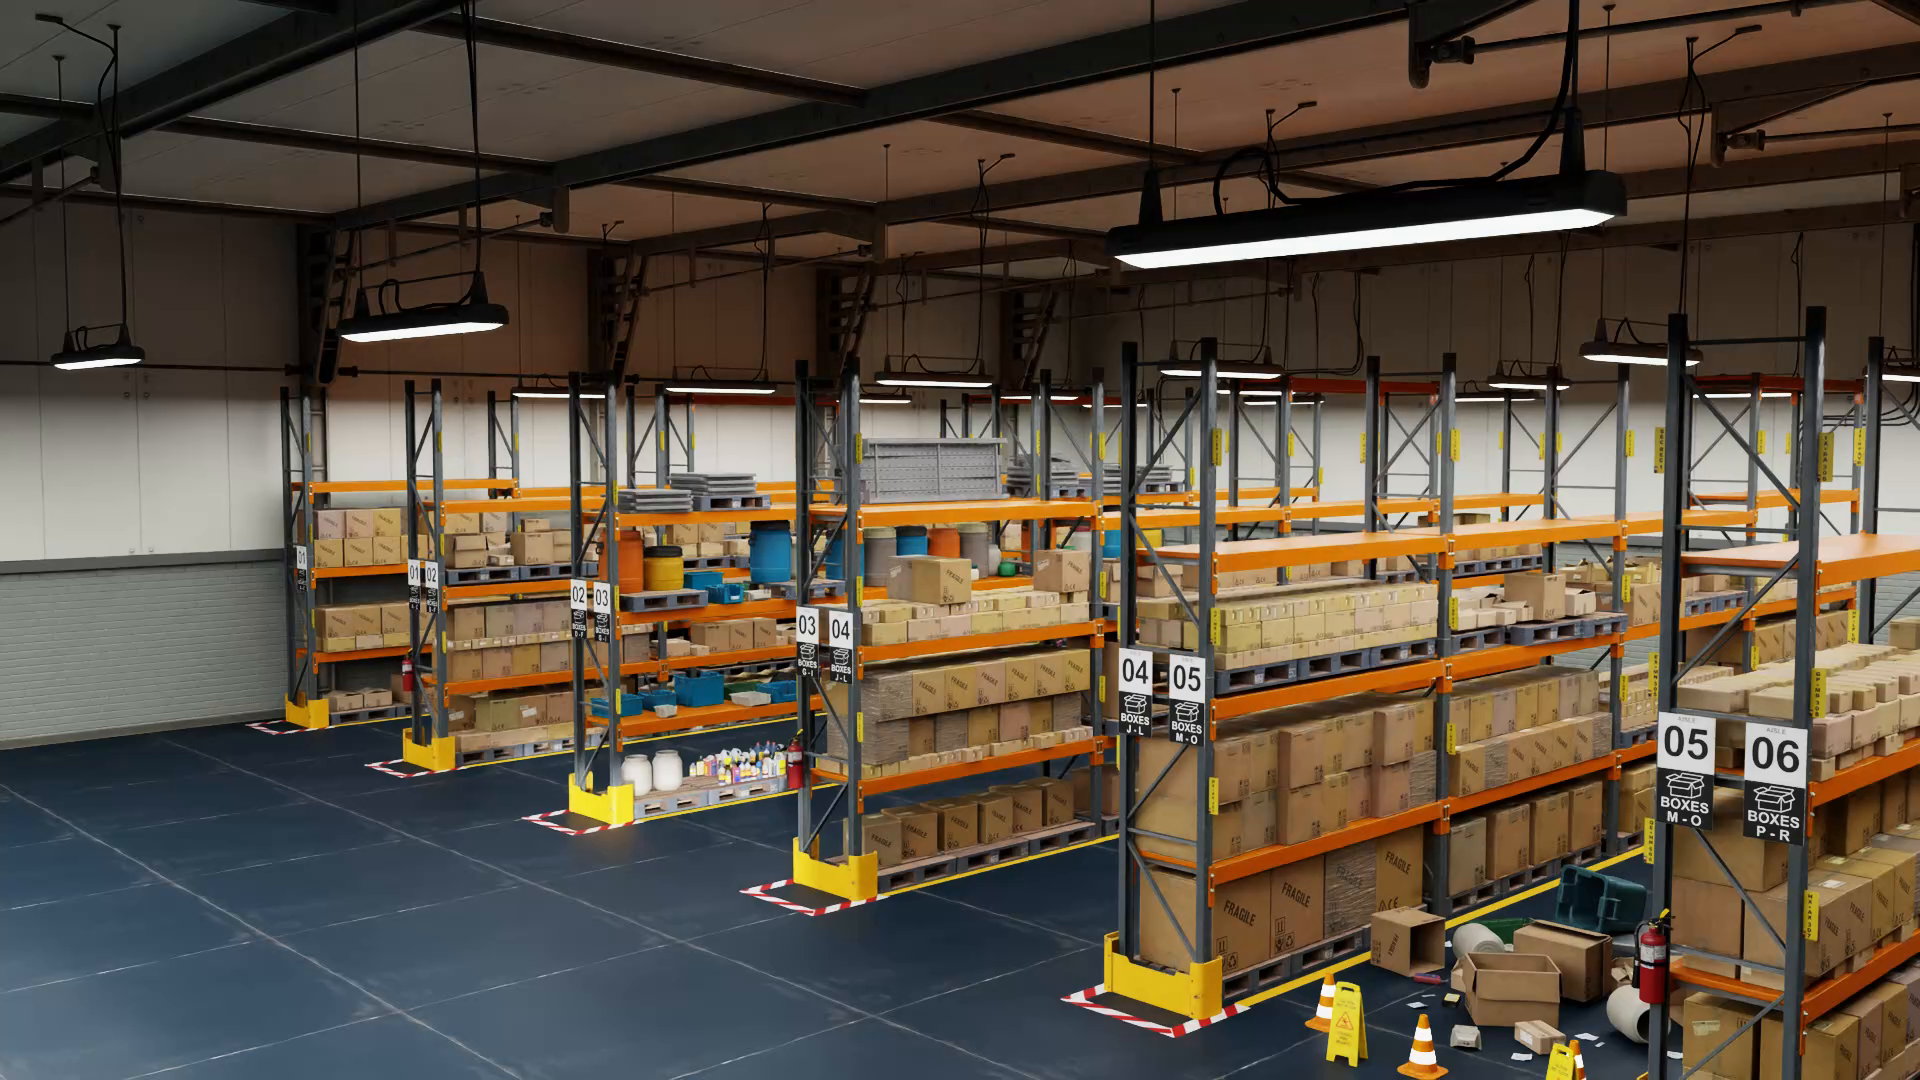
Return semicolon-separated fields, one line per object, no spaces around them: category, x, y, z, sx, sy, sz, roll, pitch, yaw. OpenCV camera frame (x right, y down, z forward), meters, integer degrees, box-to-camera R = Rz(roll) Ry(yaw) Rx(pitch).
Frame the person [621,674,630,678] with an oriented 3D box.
person;-6.511;2.232;31.426;0.495;1.731;0.570;-2;4;-30
